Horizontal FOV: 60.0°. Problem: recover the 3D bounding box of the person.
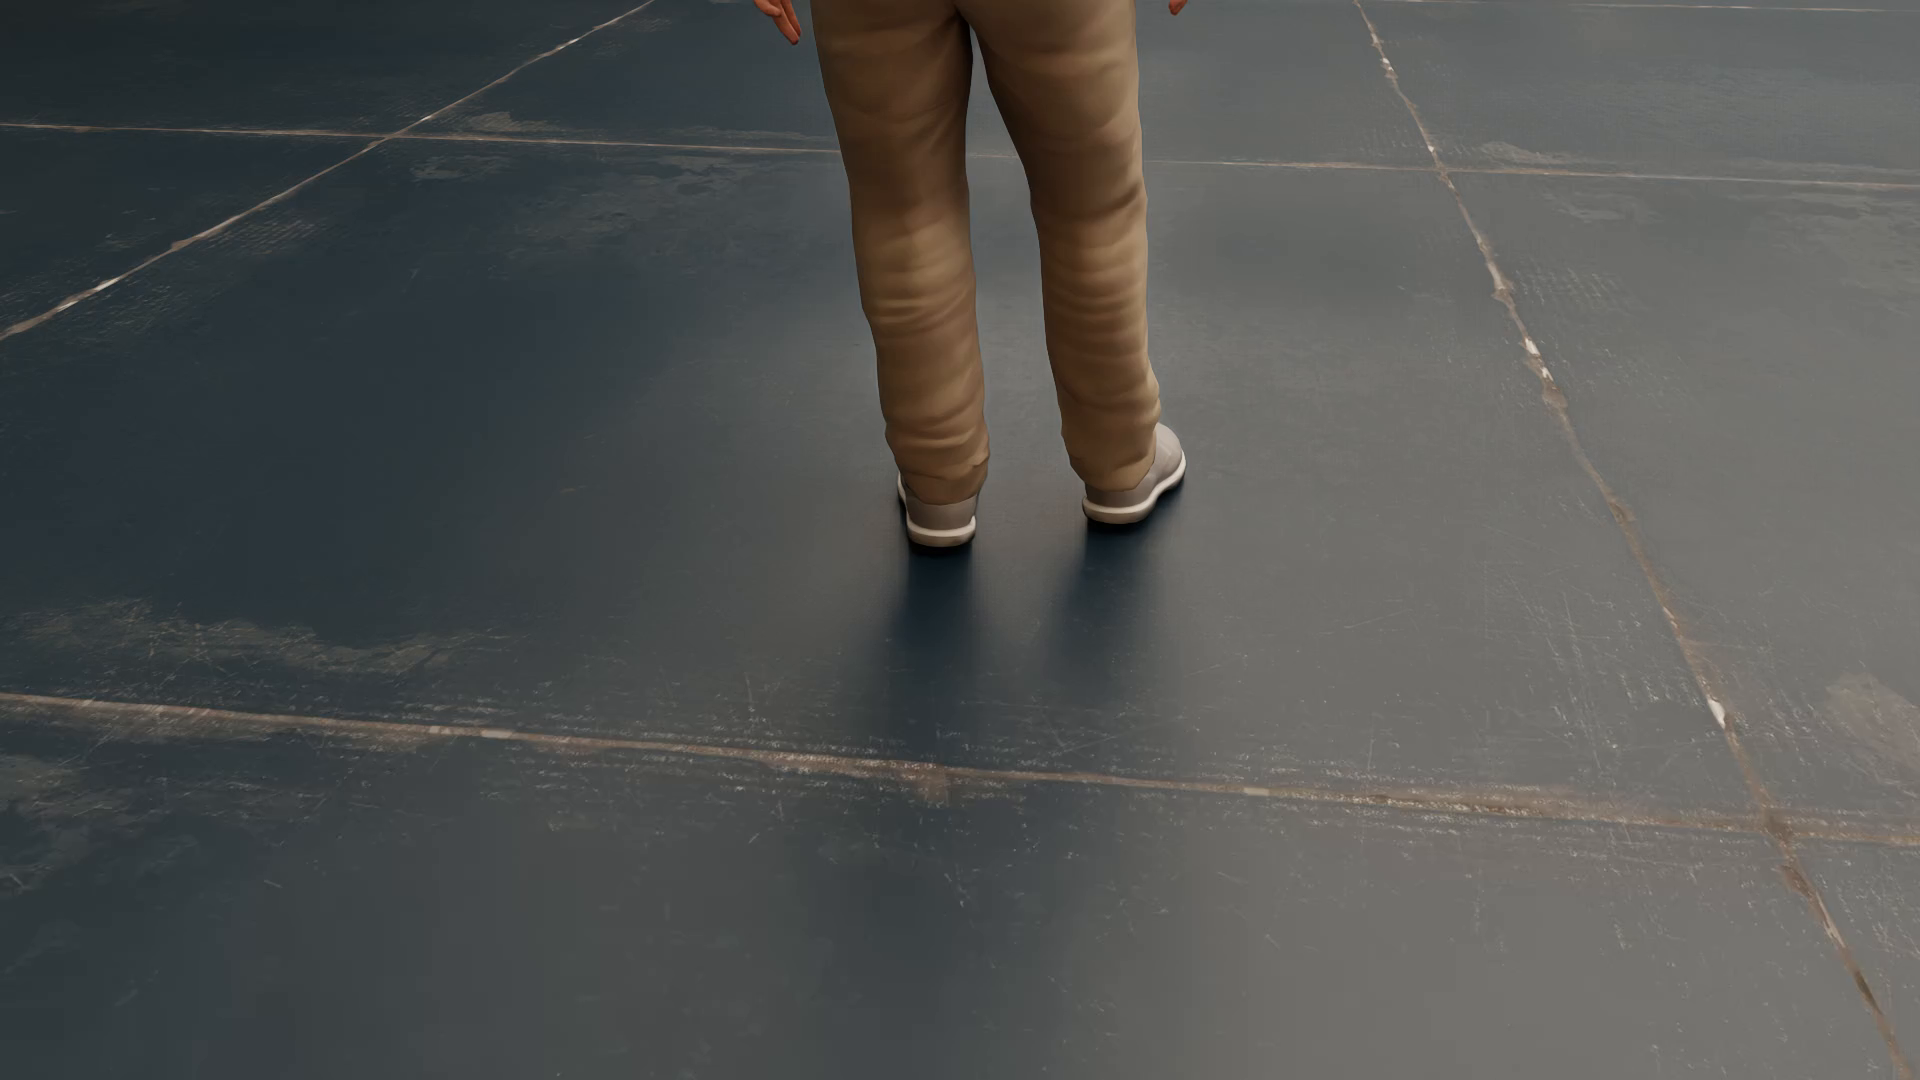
[{"bbox_3d":[0.024,-0.819,2.189,0.640,1.727,0.551,3,27,7],"label":"person"}]
